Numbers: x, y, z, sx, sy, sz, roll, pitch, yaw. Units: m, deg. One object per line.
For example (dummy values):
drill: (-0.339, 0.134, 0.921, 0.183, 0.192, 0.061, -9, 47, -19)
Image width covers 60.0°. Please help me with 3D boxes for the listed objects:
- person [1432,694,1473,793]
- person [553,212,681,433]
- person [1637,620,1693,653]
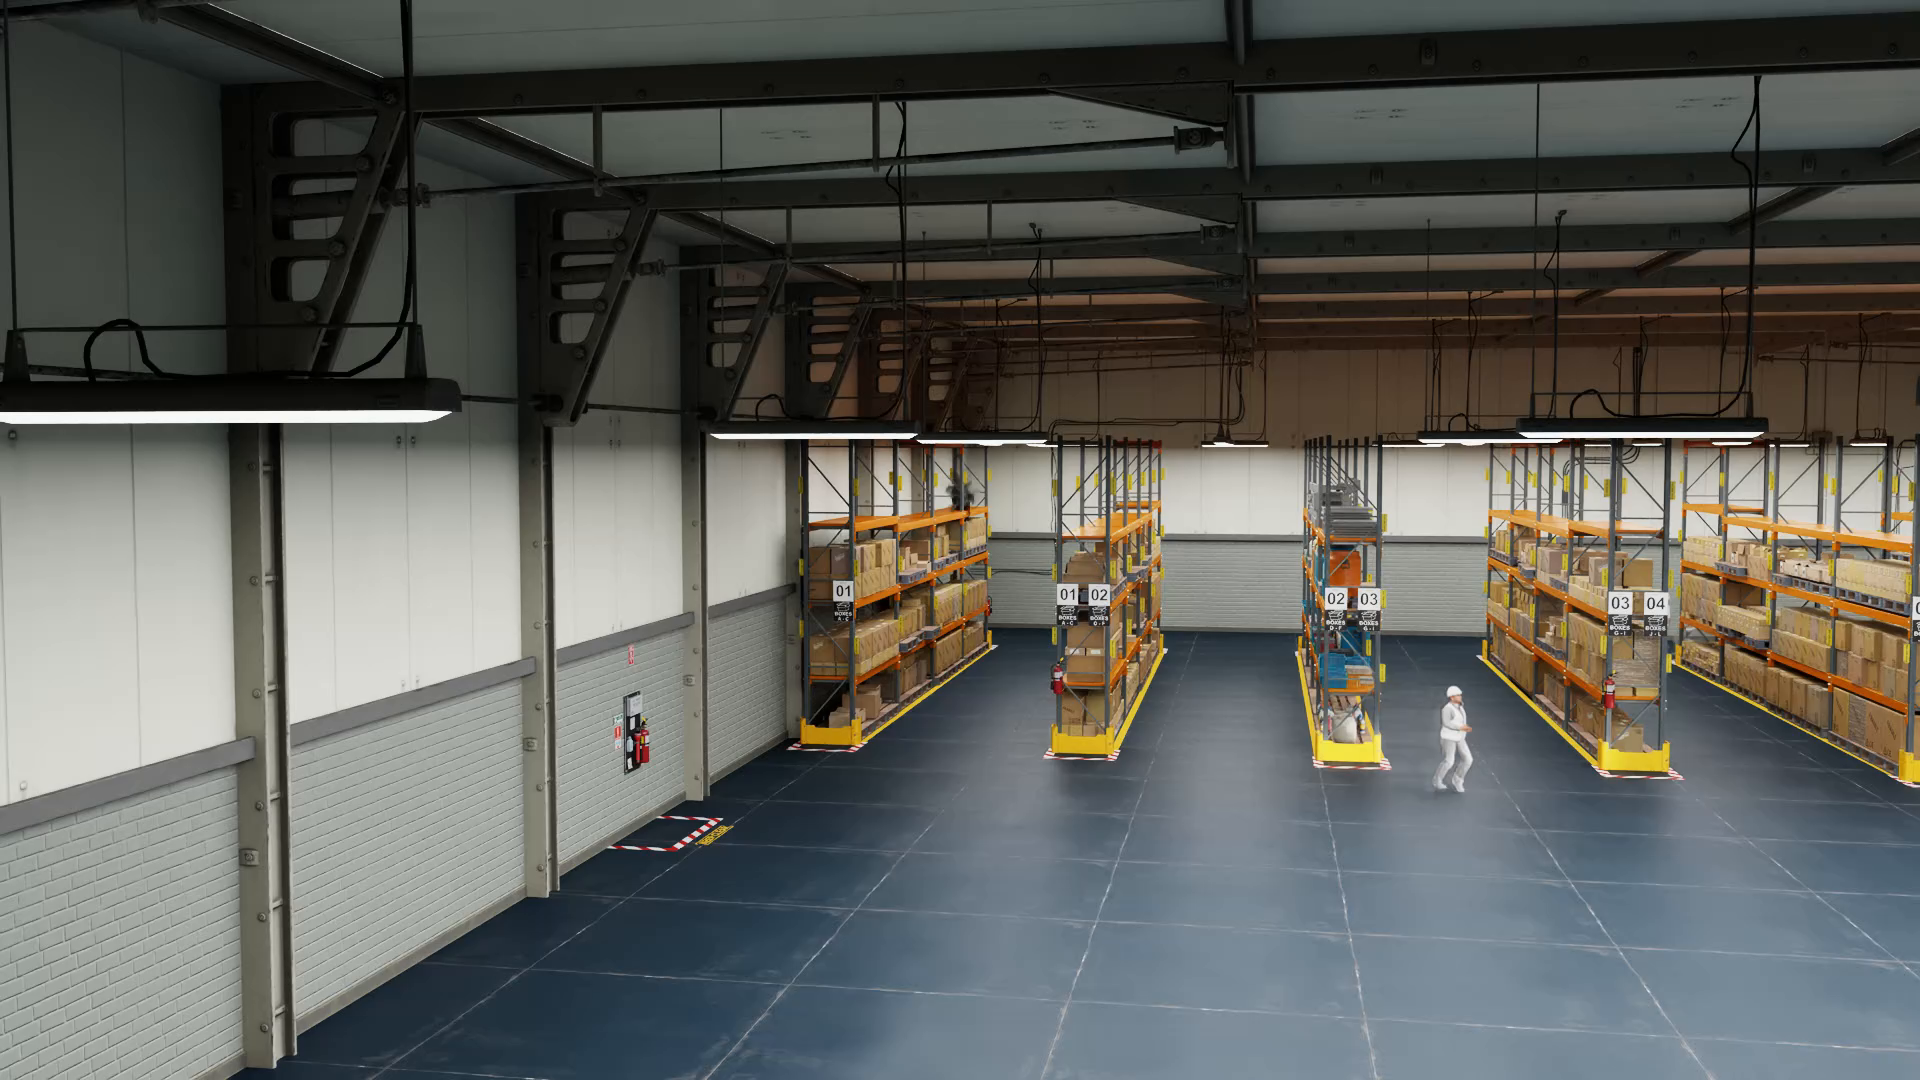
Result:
person: (8.271, 3.379, 27.797, 0.669, 1.774, 0.730, -3, 4, -42)
person: (6.369, -0.571, 33.373, 33.238, 9.019, 6.984, -2, 4, -34)
person: (19.139, 2.443, 45.527, 1.551, 1.519, 2.143, 2, 4, 38)
